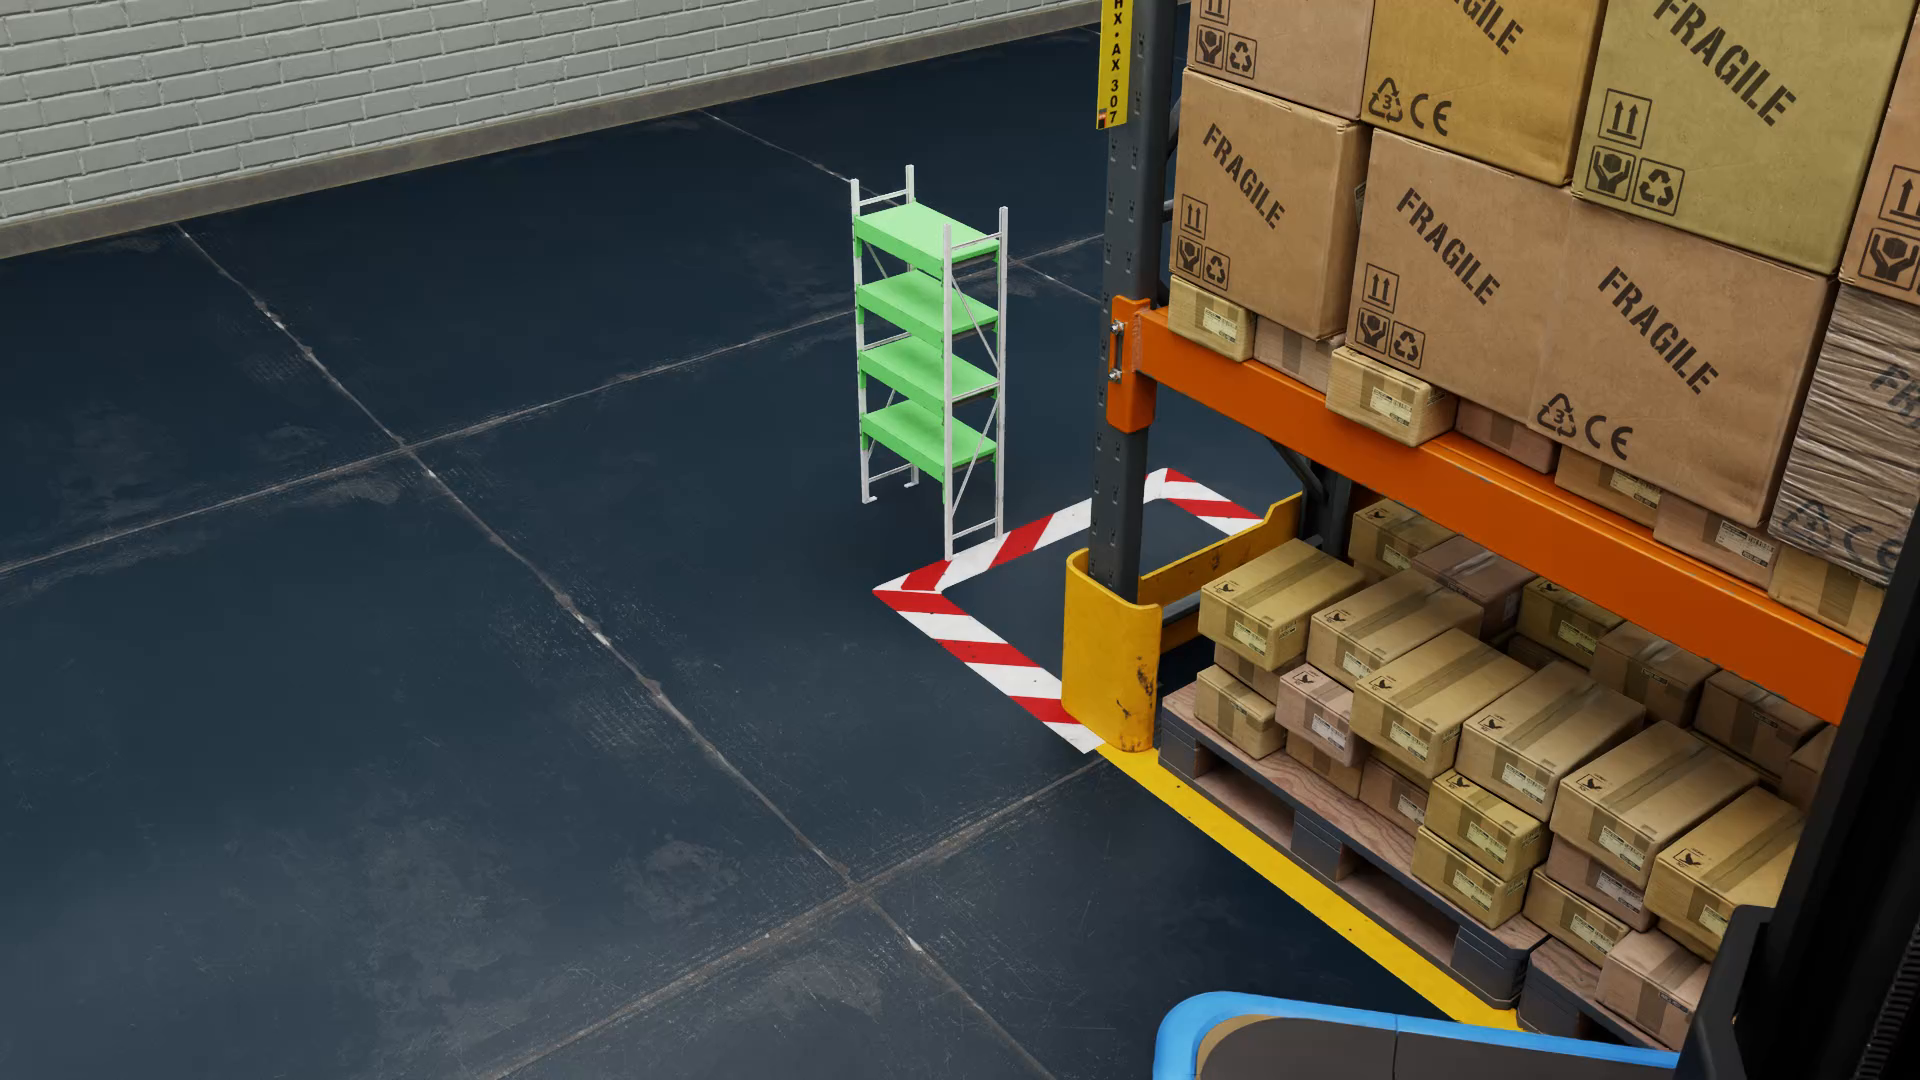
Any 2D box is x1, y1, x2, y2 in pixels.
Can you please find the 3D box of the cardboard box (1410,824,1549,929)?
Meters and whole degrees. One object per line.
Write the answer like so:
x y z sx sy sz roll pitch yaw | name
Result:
1.317 0.739 4.022 0.380 0.149 0.250 -22 38 -31 | cardboard box

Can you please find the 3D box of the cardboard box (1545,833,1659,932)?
1.567 0.694 3.812 0.380 0.149 0.250 -24 39 -34 | cardboard box

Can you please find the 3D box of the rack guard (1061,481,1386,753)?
0.842 0.152 5.032 1.175 0.500 0.348 -22 38 -31 | rack guard

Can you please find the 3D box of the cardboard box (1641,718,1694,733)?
1.748 0.454 4.199 0.380 0.149 0.250 -23 38 -32 | cardboard box

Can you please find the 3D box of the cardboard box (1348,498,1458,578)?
1.320 -0.023 4.684 0.380 0.149 0.250 -22 38 -31 | cardboard box

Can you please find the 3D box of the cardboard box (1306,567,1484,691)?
1.113 0.242 4.257 0.380 0.149 0.250 -22 38 -31 | cardboard box

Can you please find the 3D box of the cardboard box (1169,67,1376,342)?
0.853 -0.834 3.873 0.500 0.500 0.500 -20 37 -29 | cardboard box

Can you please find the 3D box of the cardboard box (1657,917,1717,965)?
1.766 0.793 3.652 0.380 0.149 0.250 -20 37 -29 | cardboard box

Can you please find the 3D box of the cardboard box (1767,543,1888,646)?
1.732 0.040 3.081 0.380 0.149 0.250 -21 37 -30 | cardboard box

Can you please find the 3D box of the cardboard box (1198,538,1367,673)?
0.848 0.166 4.379 0.380 0.149 0.250 -24 39 -33 | cardboard box

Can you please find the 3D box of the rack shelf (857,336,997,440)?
-0.102 -0.524 5.578 0.258 0.148 0.480 -22 38 -31 | rack shelf

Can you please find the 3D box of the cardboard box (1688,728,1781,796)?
1.992 0.520 4.092 0.380 0.149 0.250 -22 38 -31 | cardboard box

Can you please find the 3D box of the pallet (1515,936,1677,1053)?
2.056 1.133 3.726 1.003 0.211 1.213 -22 38 -31 | pallet

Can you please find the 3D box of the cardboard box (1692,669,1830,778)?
2.006 0.389 4.020 0.380 0.149 0.250 -21 37 -30 | cardboard box

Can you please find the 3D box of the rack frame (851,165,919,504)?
-0.251 -0.680 5.708 0.240 1.200 0.015 -22 38 -31 | rack frame

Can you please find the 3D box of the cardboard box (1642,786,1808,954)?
1.671 0.709 3.506 0.380 0.149 0.250 -22 38 -31 | cardboard box

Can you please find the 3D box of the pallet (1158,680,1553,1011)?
1.312 0.625 4.544 1.003 0.211 1.213 -22 38 -31 | pallet

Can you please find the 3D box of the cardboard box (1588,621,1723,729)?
1.797 0.295 4.171 0.380 0.149 0.250 -24 39 -33 | cardboard box

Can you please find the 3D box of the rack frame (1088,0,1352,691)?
0.796 -0.942 4.423 1.000 3.000 0.127 -22 38 -31 | rack frame

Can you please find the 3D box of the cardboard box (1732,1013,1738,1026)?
1.823 1.053 3.515 0.380 0.149 0.250 -22 38 -31 | cardboard box

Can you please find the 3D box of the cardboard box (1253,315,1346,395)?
0.924 -0.501 3.952 0.380 0.149 0.250 -21 37 -30 | cardboard box

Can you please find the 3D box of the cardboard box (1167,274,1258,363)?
0.735 -0.594 4.101 0.380 0.149 0.250 -23 38 -32 | cardboard box

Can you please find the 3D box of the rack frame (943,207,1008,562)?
0.048 -0.477 5.381 0.240 1.200 0.015 -22 38 -31 | rack frame

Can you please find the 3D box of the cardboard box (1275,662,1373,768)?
1.037 0.398 4.288 0.380 0.149 0.250 -22 38 -32 | cardboard box

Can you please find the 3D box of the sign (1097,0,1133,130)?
0.367 -1.134 3.912 0.100 0.325 0.005 -22 38 -31 | sign

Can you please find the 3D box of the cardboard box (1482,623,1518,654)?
1.462 0.219 4.577 0.380 0.149 0.250 -23 39 -32 | cardboard box

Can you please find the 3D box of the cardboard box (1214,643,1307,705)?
0.914 0.266 4.501 0.380 0.149 0.250 -21 37 -29 | cardboard box

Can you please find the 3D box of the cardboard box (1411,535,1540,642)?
1.429 0.100 4.486 0.380 0.149 0.250 -21 38 -30 | cardboard box

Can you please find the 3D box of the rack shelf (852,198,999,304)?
-0.102 -0.932 5.325 0.258 0.148 0.480 -22 38 -31 | rack shelf

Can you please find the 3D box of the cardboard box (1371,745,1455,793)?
1.257 0.472 4.169 0.380 0.149 0.250 -22 38 -31 | cardboard box

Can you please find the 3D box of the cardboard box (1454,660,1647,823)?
1.383 0.466 3.898 0.380 0.149 0.250 -24 39 -34 | cardboard box

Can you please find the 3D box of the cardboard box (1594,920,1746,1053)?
1.633 0.946 3.688 0.380 0.149 0.250 -24 39 -34 | cardboard box

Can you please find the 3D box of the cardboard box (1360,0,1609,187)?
1.176 -1.054 3.280 0.500 0.500 0.500 -21 38 -30 | cardboard box

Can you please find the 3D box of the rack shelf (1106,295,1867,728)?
2.022 0.197 3.271 1.077 0.370 4.000 -22 38 -31 | rack shelf

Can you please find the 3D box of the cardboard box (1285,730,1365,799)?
1.089 0.495 4.413 0.380 0.149 0.250 -22 38 -32 | cardboard box

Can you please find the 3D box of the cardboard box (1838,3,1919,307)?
1.792 -0.619 2.579 0.500 0.500 0.500 -24 39 -33 | cardboard box

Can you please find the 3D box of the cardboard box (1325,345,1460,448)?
1.047 -0.372 3.744 0.380 0.149 0.250 -23 39 -33 | cardboard box

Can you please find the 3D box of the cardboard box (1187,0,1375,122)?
0.861 -1.262 3.615 0.500 0.500 0.500 -23 38 -32 | cardboard box

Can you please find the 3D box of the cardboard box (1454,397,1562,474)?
1.314 -0.308 3.641 0.380 0.149 0.250 -20 37 -29 | cardboard box

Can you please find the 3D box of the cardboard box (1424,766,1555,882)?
1.329 0.614 3.941 0.380 0.149 0.250 -21 38 -30 | cardboard box

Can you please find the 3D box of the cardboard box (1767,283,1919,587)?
1.809 -0.201 2.853 0.500 0.500 0.500 -23 39 -33 | cardboard box

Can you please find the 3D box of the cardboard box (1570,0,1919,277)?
1.477 -0.830 2.919 0.500 0.500 0.500 -23 39 -32 | cardboard box

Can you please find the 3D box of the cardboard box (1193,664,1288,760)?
0.864 0.413 4.546 0.380 0.149 0.250 -21 38 -30 | cardboard box

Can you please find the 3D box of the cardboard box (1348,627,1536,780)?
1.166 0.389 4.021 0.380 0.149 0.250 -22 38 -32 | cardboard box

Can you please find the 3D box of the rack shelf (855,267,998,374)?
-0.102 -0.728 5.452 0.258 0.148 0.480 -22 38 -31 | rack shelf

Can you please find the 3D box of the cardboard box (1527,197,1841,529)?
1.491 -0.411 3.192 0.500 0.500 0.500 -22 38 -31 | cardboard box

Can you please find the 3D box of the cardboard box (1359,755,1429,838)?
1.247 0.597 4.250 0.380 0.149 0.250 -22 38 -31 | cardboard box

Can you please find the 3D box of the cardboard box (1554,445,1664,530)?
1.461 -0.187 3.446 0.380 0.149 0.250 -23 38 -32 | cardboard box

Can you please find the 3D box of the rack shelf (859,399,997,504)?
-0.102 -0.321 5.705 0.258 0.148 0.480 -22 38 -31 | rack shelf

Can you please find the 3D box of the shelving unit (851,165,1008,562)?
-0.102 -0.579 5.545 0.258 1.200 0.503 -22 38 -31 | shelving unit

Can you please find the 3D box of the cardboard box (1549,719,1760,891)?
1.546 0.584 3.707 0.380 0.149 0.250 -21 37 -30 | cardboard box

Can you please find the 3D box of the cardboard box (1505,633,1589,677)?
1.665 0.308 4.433 0.380 0.149 0.250 -24 39 -33 | cardboard box

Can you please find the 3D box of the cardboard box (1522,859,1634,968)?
1.549 0.814 3.900 0.380 0.149 0.250 -22 38 -31 | cardboard box

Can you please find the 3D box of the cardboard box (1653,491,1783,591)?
1.590 -0.075 3.266 0.380 0.149 0.250 -23 39 -32 | cardboard box

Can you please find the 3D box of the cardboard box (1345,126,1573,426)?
1.201 -0.619 3.527 0.500 0.500 0.500 -22 38 -31 | cardboard box

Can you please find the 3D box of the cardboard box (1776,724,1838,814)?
2.080 0.535 3.786 0.380 0.149 0.250 -24 39 -33 | cardboard box

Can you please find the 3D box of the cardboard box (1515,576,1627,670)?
1.688 0.167 4.378 0.380 0.149 0.250 -23 39 -32 | cardboard box

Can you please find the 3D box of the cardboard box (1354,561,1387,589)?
1.345 0.092 4.781 0.380 0.149 0.250 -23 39 -33 | cardboard box
